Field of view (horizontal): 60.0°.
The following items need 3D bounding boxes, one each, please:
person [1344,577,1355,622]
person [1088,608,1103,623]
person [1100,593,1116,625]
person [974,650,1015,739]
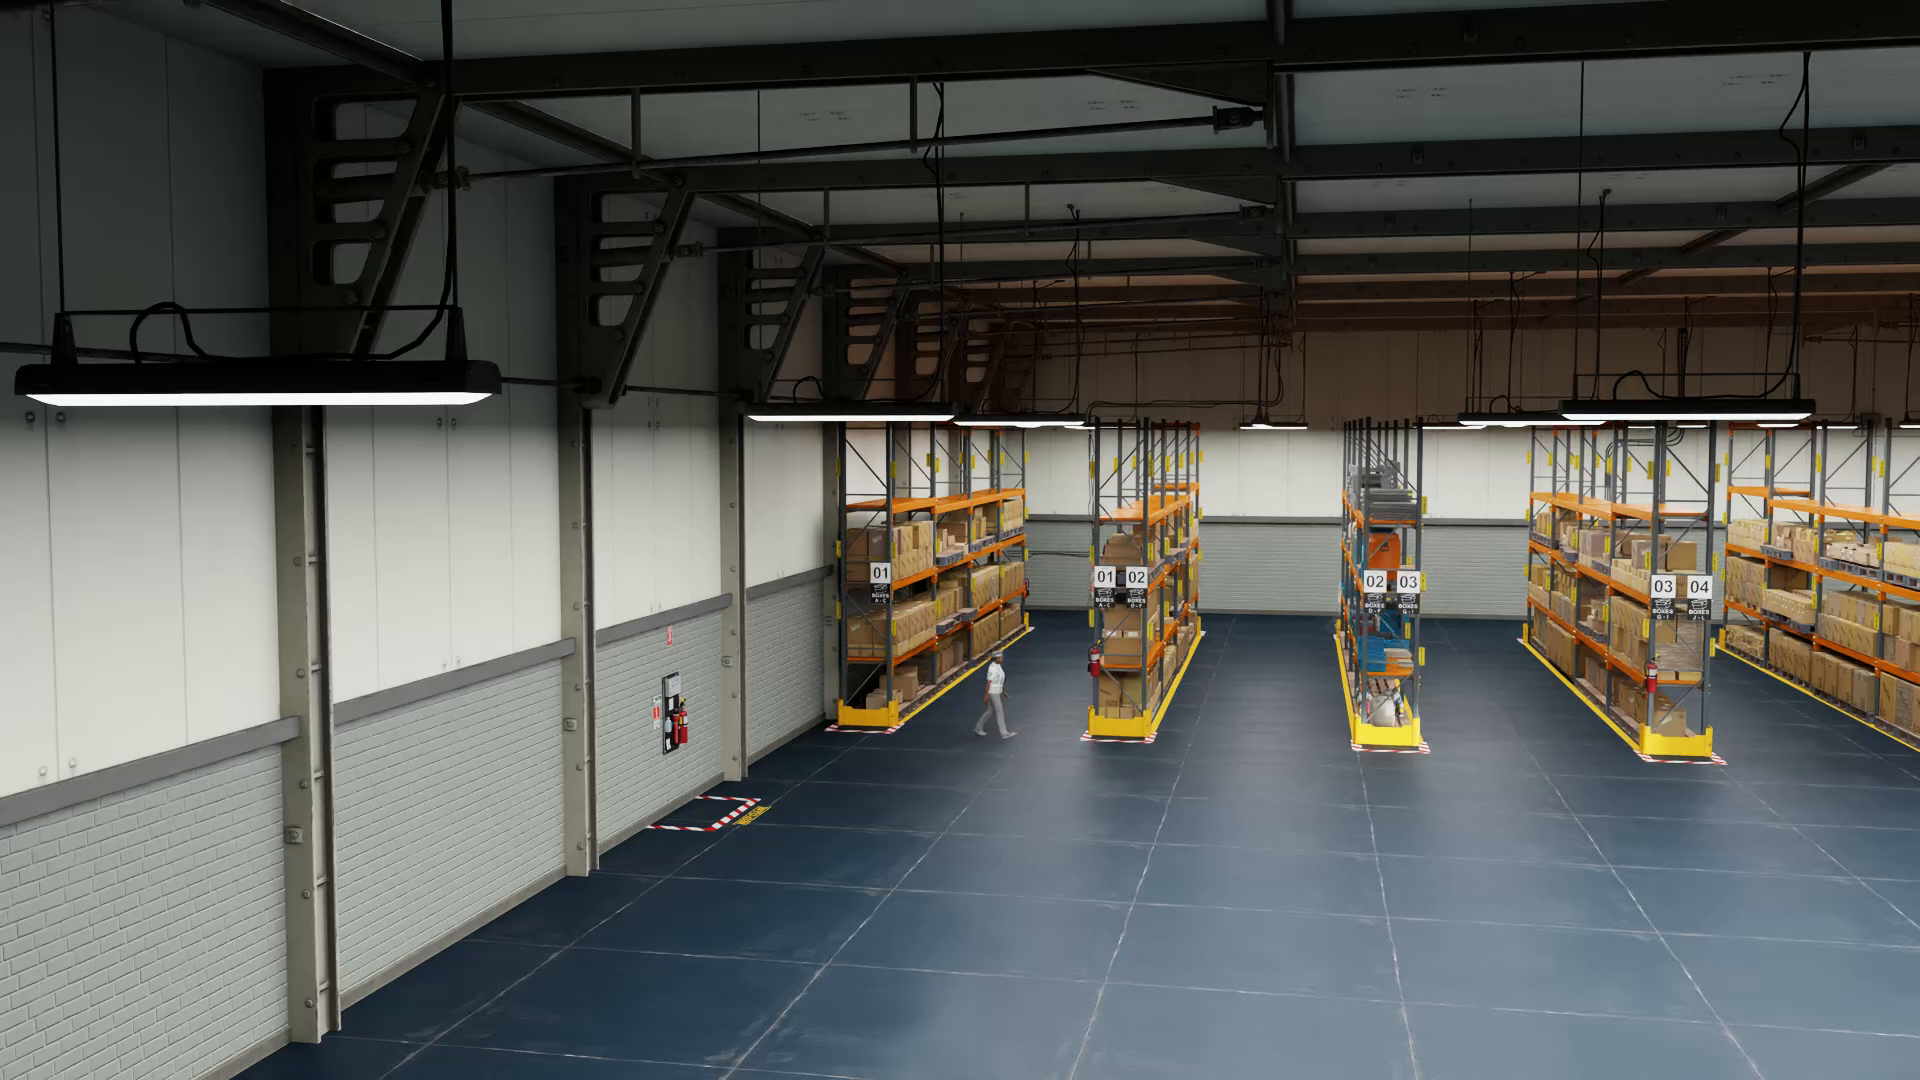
[{"bbox_3d":[11.093,1.777,47.270,0.698,1.774,0.643,2,4,22],"label":"person"},{"bbox_3d":[4.189,1.600,49.760,0.703,1.781,0.612,2,4,31],"label":"person"},{"bbox_3d":[4.129,1.903,45.943,0.704,1.690,0.728,2,4,23],"label":"person"},{"bbox_3d":[0.654,2.889,31.215,0.881,1.638,0.516,1,4,15],"label":"person"}]
